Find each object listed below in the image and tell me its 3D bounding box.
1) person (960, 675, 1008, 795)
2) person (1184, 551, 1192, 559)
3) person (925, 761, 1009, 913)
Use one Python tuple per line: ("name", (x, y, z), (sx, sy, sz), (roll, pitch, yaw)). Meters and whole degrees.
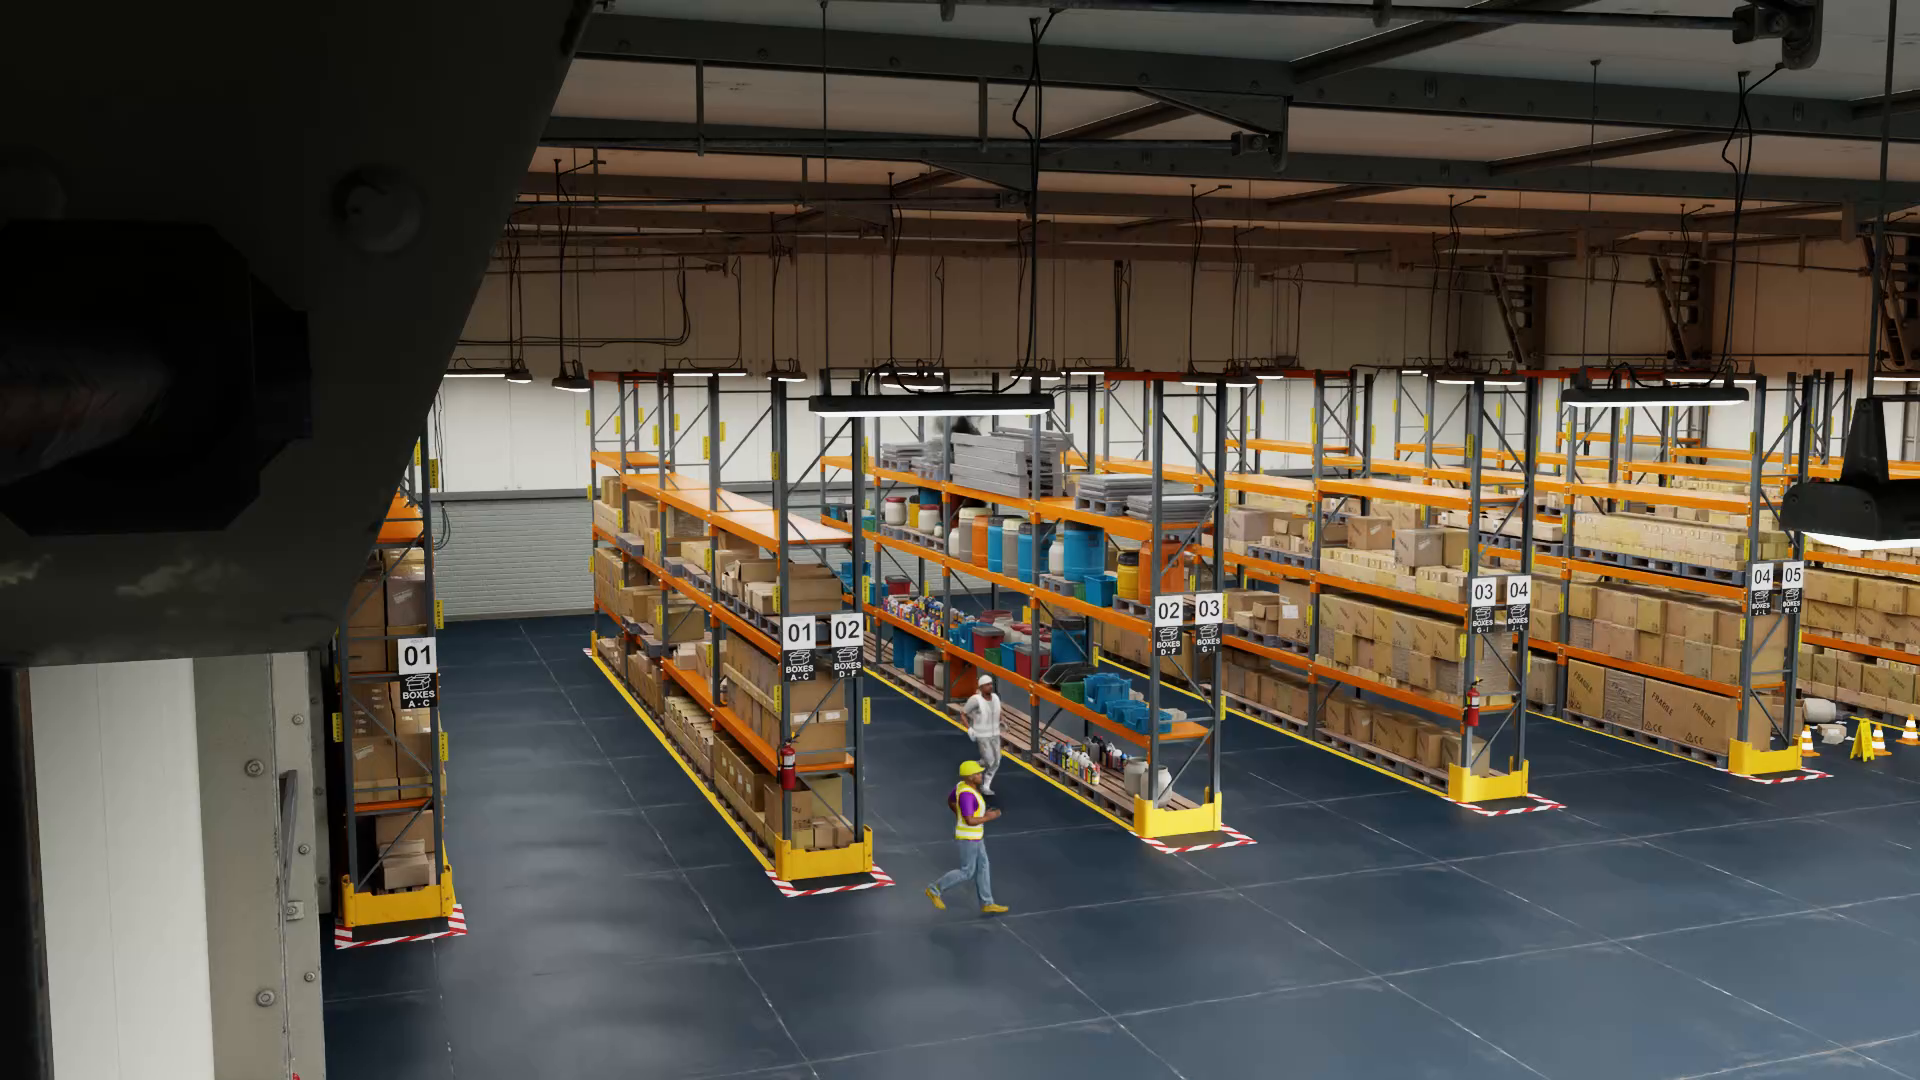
("person", (0.391, 2.806, 23.889), (0.684, 1.732, 0.594), (-5, 8, -38))
("person", (5.261, 1.099, 39.033), (0.761, 1.738, 0.969), (0, 6, 2))
("person", (0.081, 3.349, 18.741), (0.949, 1.752, 0.709), (0, 6, 4))
